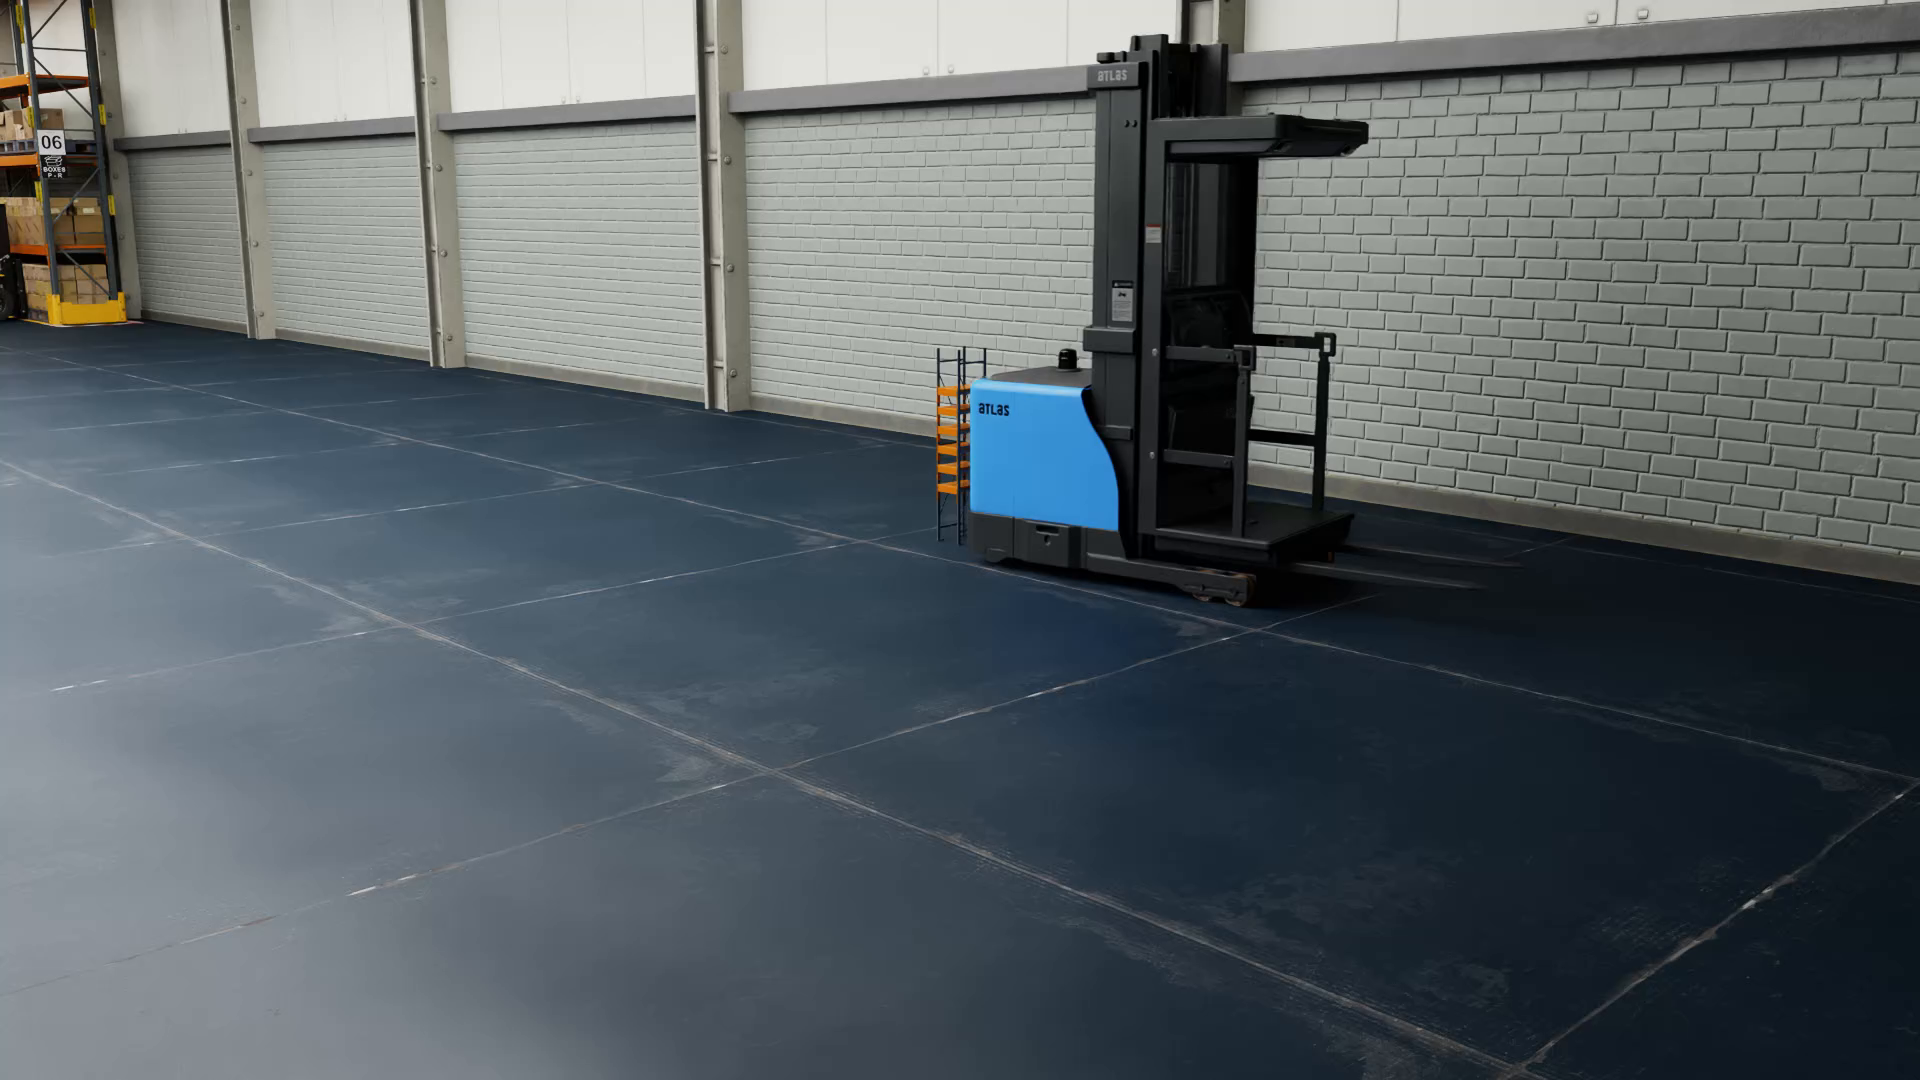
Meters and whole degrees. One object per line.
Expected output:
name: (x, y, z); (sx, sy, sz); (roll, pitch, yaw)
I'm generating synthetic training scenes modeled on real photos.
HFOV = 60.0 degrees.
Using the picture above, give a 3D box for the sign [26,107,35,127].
sign: (-15.351, -6.989, 27.471); (0.100, 0.325, 0.005); (-11, 16, -43)

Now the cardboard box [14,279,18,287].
cardboard box: (-16.564, -4.551, 29.601); (0.500, 0.250, 0.500); (-11, 16, -43)

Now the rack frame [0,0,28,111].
rack frame: (-17.711, -8.721, 30.441); (1.000, 3.000, 0.127); (-11, 16, -43)

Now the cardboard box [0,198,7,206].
cardboard box: (-16.975, -6.060, 29.798); (0.380, 0.149, 0.250); (-11, 16, -43)

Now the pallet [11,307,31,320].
pallet: (-16.345, -4.117, 29.871); (1.003, 0.211, 1.213); (-11, 16, -43)

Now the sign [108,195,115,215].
sign: (-14.543, -5.738, 28.488); (0.100, 0.325, 0.005); (-11, 16, -43)

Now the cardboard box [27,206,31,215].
cardboard box: (-15.887, -5.694, 28.762); (0.380, 0.149, 0.250); (-11, 16, -43)

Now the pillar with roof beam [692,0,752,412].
pillar with roof beam: (-5.461, -5.138, 13.047); (9.100, 9.000, 0.400); (-11, 16, -43)

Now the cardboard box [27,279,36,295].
cardboard box: (-15.849, -4.405, 28.893); (0.500, 0.250, 0.500); (-11, 16, -43)

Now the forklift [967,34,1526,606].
forklift: (1.533, -1.210, 9.021); (3.031, 2.935, 1.130); (8, 14, 35)

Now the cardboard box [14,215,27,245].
cardboard box: (-16.184, -5.435, 29.110); (0.500, 0.500, 0.500); (-11, 16, -44)

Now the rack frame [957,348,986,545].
rack frame: (0.073, -0.572, 10.215); (0.240, 1.200, 0.006); (-11, 16, -43)

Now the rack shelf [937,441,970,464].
rack shelf: (0.010, -0.542, 10.289); (0.258, 0.103, 0.180); (-11, 16, -43)

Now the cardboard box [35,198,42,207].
cardboard box: (-15.541, -5.766, 28.372); (0.380, 0.149, 0.250); (-11, 16, -42)

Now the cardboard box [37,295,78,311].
cardboard box: (-15.502, -4.082, 28.567); (0.500, 0.250, 0.500); (-11, 16, -42)

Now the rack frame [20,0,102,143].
rack frame: (-14.949, -8.137, 27.607); (1.000, 3.000, 0.127); (-11, 16, -43)

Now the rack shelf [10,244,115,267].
rack shelf: (-16.330, -5.138, 29.702); (1.077, 0.370, 4.000); (-11, 16, -43)

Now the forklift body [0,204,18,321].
forklift body: (-17.578, -4.806, 28.407); (2.313, 2.155, 1.214); (-11, 16, -43)

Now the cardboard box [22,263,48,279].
cardboard box: (-16.205, -4.717, 29.170); (0.500, 0.250, 0.500); (-11, 16, -42)

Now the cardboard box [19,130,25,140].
cardboard box: (-15.740, -6.878, 28.264); (0.250, 0.149, 0.380); (11, 16, 44)

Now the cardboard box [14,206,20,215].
cardboard box: (-16.294, -5.761, 29.085); (0.380, 0.149, 0.250); (-11, 16, -42)

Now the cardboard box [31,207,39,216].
cardboard box: (-15.589, -5.610, 28.354); (0.380, 0.149, 0.250); (-11, 16, -42)

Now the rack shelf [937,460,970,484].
rack shelf: (0.010, -0.424, 10.313); (0.258, 0.103, 0.180); (-11, 16, -43)

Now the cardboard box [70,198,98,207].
cardboard box: (-15.026, -5.790, 28.489); (0.380, 0.149, 0.250); (-11, 16, -44)

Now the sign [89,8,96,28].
sign: (-14.543, -8.749, 27.868); (0.100, 0.325, 0.005); (-11, 16, -43)

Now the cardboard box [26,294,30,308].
cardboard box: (-16.177, -4.231, 29.286); (0.500, 0.250, 0.500); (-11, 16, -42)

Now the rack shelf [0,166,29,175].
rack shelf: (-19.092, -7.191, 32.233); (1.077, 0.370, 4.000); (-11, 16, -43)

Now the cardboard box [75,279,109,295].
cardboard box: (-15.123, -4.400, 28.871); (0.500, 0.250, 0.500); (-11, 16, -42)

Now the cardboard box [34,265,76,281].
cardboard box: (-15.492, -4.571, 28.462); (0.500, 0.250, 0.500); (-10, 15, -41)

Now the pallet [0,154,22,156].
pallet: (-17.103, -7.088, 30.165); (1.003, 0.211, 1.213); (-11, 16, -43)

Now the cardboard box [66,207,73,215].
cardboard box: (-15.212, -5.678, 28.684); (0.380, 0.149, 0.250); (-11, 16, -43)

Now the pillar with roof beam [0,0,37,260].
pillar with roof beam: (-22.035, -8.640, 30.048); (9.100, 9.000, 0.400); (-11, 16, -43)

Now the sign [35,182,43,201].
sign: (-15.351, -5.808, 27.714); (0.100, 0.325, 0.005); (-11, 16, -43)

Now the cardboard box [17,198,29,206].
cardboard box: (-16.120, -5.870, 28.875); (0.380, 0.149, 0.250); (-10, 16, -41)

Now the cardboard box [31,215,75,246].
cardboard box: (-15.478, -5.283, 28.373); (0.500, 0.500, 0.500); (-11, 16, -44)

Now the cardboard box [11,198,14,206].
cardboard box: (-16.573, -5.996, 29.490); (0.380, 0.149, 0.250); (-11, 16, -42)

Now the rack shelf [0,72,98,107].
rack shelf: (-16.330, -7.881, 29.137); (1.077, 0.370, 4.000); (-11, 16, -43)

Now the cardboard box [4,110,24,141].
cardboard box: (-16.066, -7.166, 28.789); (0.700, 0.500, 0.500); (-11, 16, -42)

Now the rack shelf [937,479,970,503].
rack shelf: (0.010, -0.307, 10.338); (0.258, 0.103, 0.180); (-11, 16, -43)

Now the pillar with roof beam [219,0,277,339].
pillar with roof beam: (-13.748, -6.889, 21.548); (9.100, 9.000, 0.400); (-11, 16, -43)

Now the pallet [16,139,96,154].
pallet: (-15.418, -6.732, 28.437); (1.003, 0.211, 1.213); (-11, 16, -43)

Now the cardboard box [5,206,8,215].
cardboard box: (-16.818, -5.875, 29.640); (0.250, 0.149, 0.380); (11, 16, 43)

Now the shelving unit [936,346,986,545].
shelving unit: (0.010, -0.586, 10.280); (0.258, 1.200, 0.189); (-11, 16, -43)

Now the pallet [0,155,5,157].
pallet: (-18.329, -7.285, 31.379); (1.217, 0.209, 0.805); (11, 16, 43)

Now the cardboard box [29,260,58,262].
cardboard box: (-16.870, -5.015, 30.614); (0.500, 0.250, 0.500); (-11, 16, -43)

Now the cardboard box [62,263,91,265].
cardboard box: (-15.491, -4.717, 29.167); (0.500, 0.250, 0.500); (-11, 16, -42)
